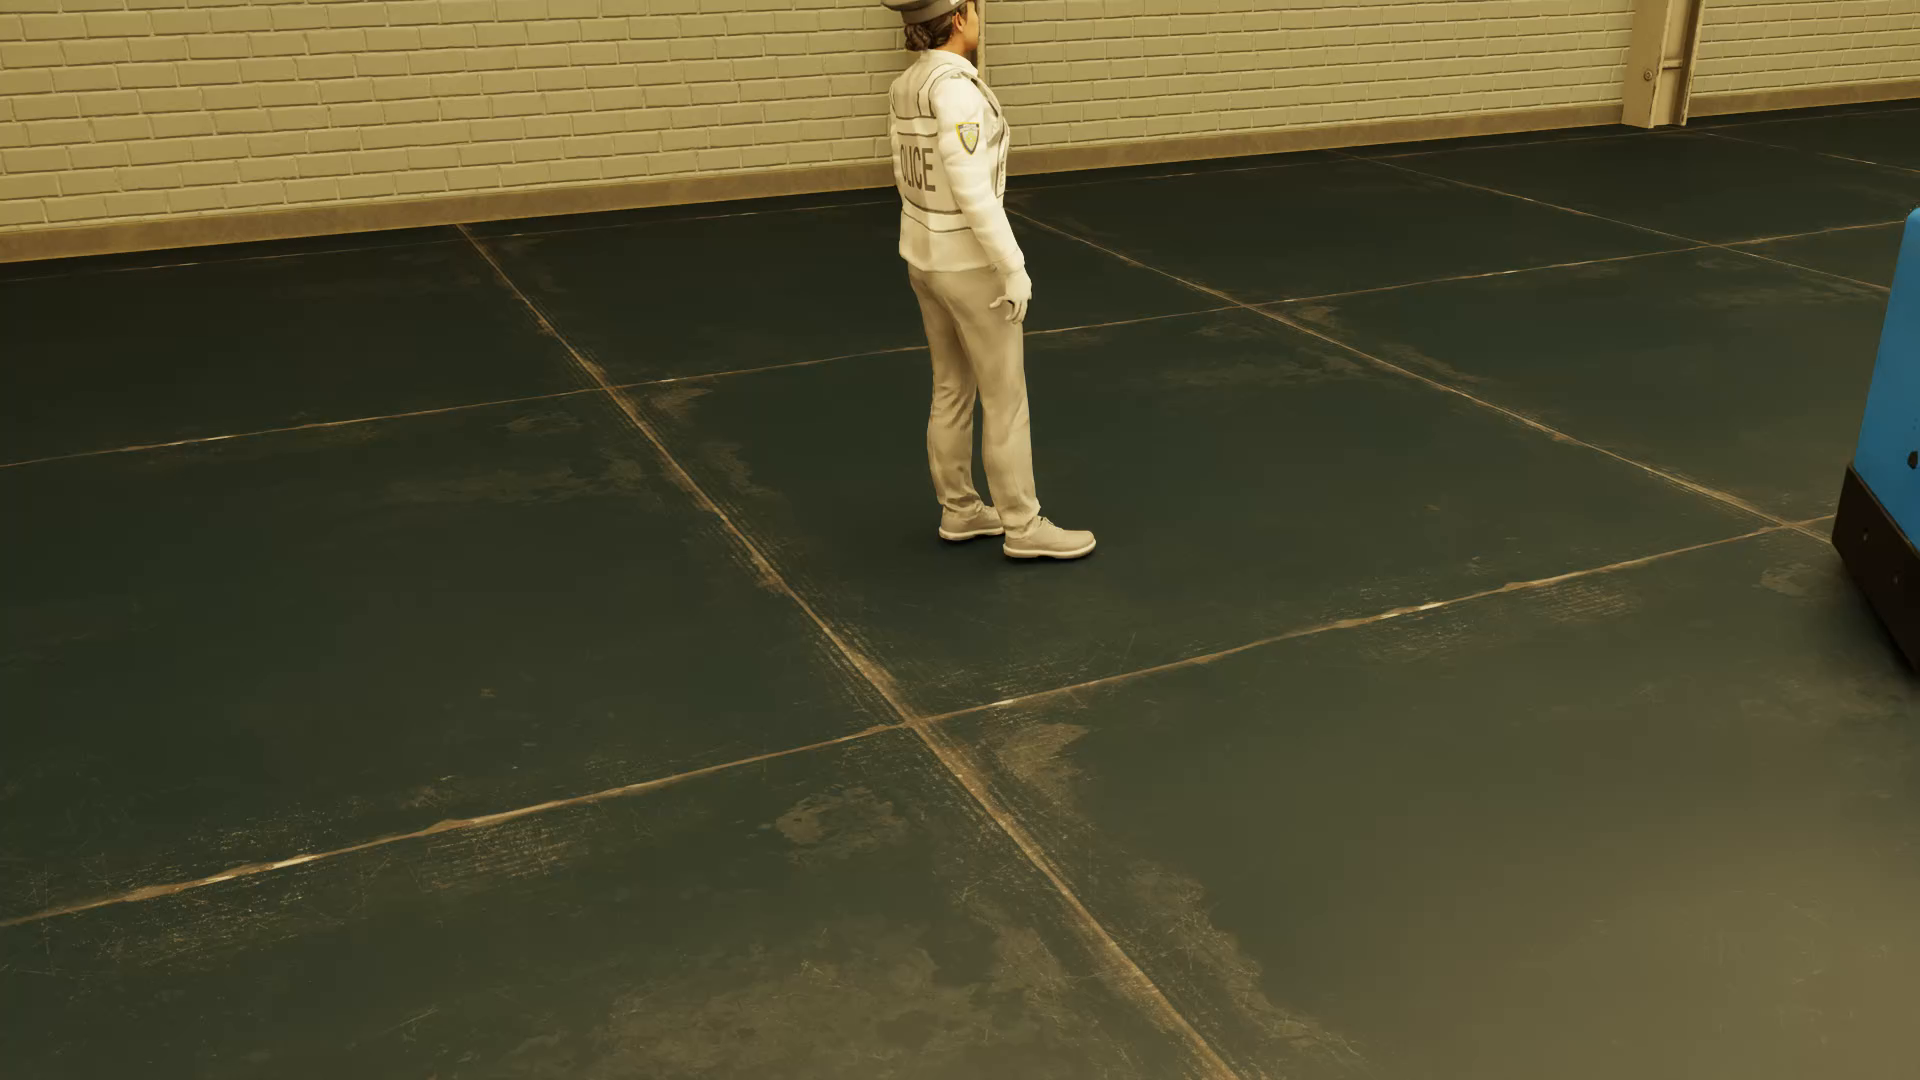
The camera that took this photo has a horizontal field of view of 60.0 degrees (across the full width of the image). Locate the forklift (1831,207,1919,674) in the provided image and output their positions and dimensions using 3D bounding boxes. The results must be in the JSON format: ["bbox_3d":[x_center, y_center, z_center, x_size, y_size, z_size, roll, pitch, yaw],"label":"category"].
[{"bbox_3d":[3.948,-0.989,3.667,3.031,2.935,1.130,5,23,12],"label":"forklift"}]

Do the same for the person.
[{"bbox_3d":[0.065,-0.798,4.800,0.531,1.695,0.588,-10,25,-23],"label":"person"}]
